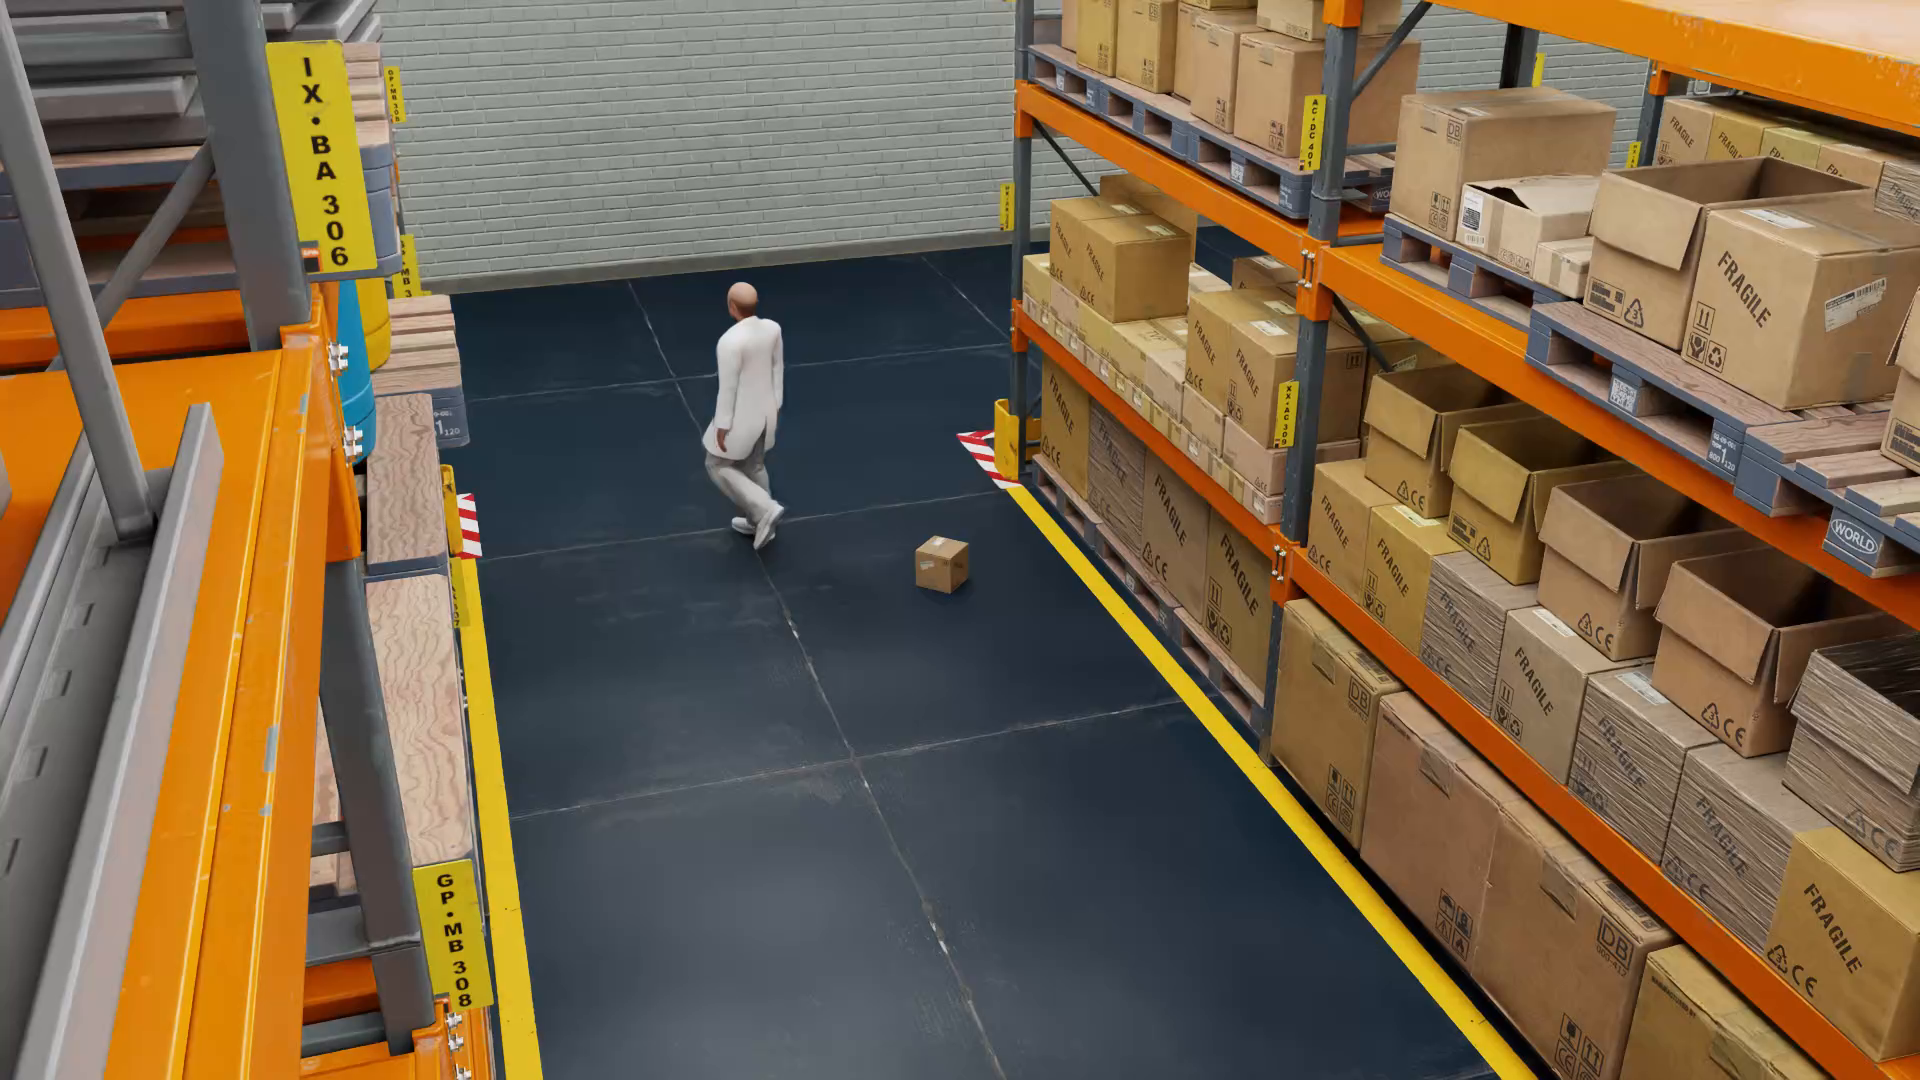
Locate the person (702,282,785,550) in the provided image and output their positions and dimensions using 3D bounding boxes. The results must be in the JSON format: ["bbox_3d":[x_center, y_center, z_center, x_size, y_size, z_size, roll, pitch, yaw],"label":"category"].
[{"bbox_3d":[-1.351,-0.792,10.689,0.560,1.770,0.604,16,30,30],"label":"person"}]
